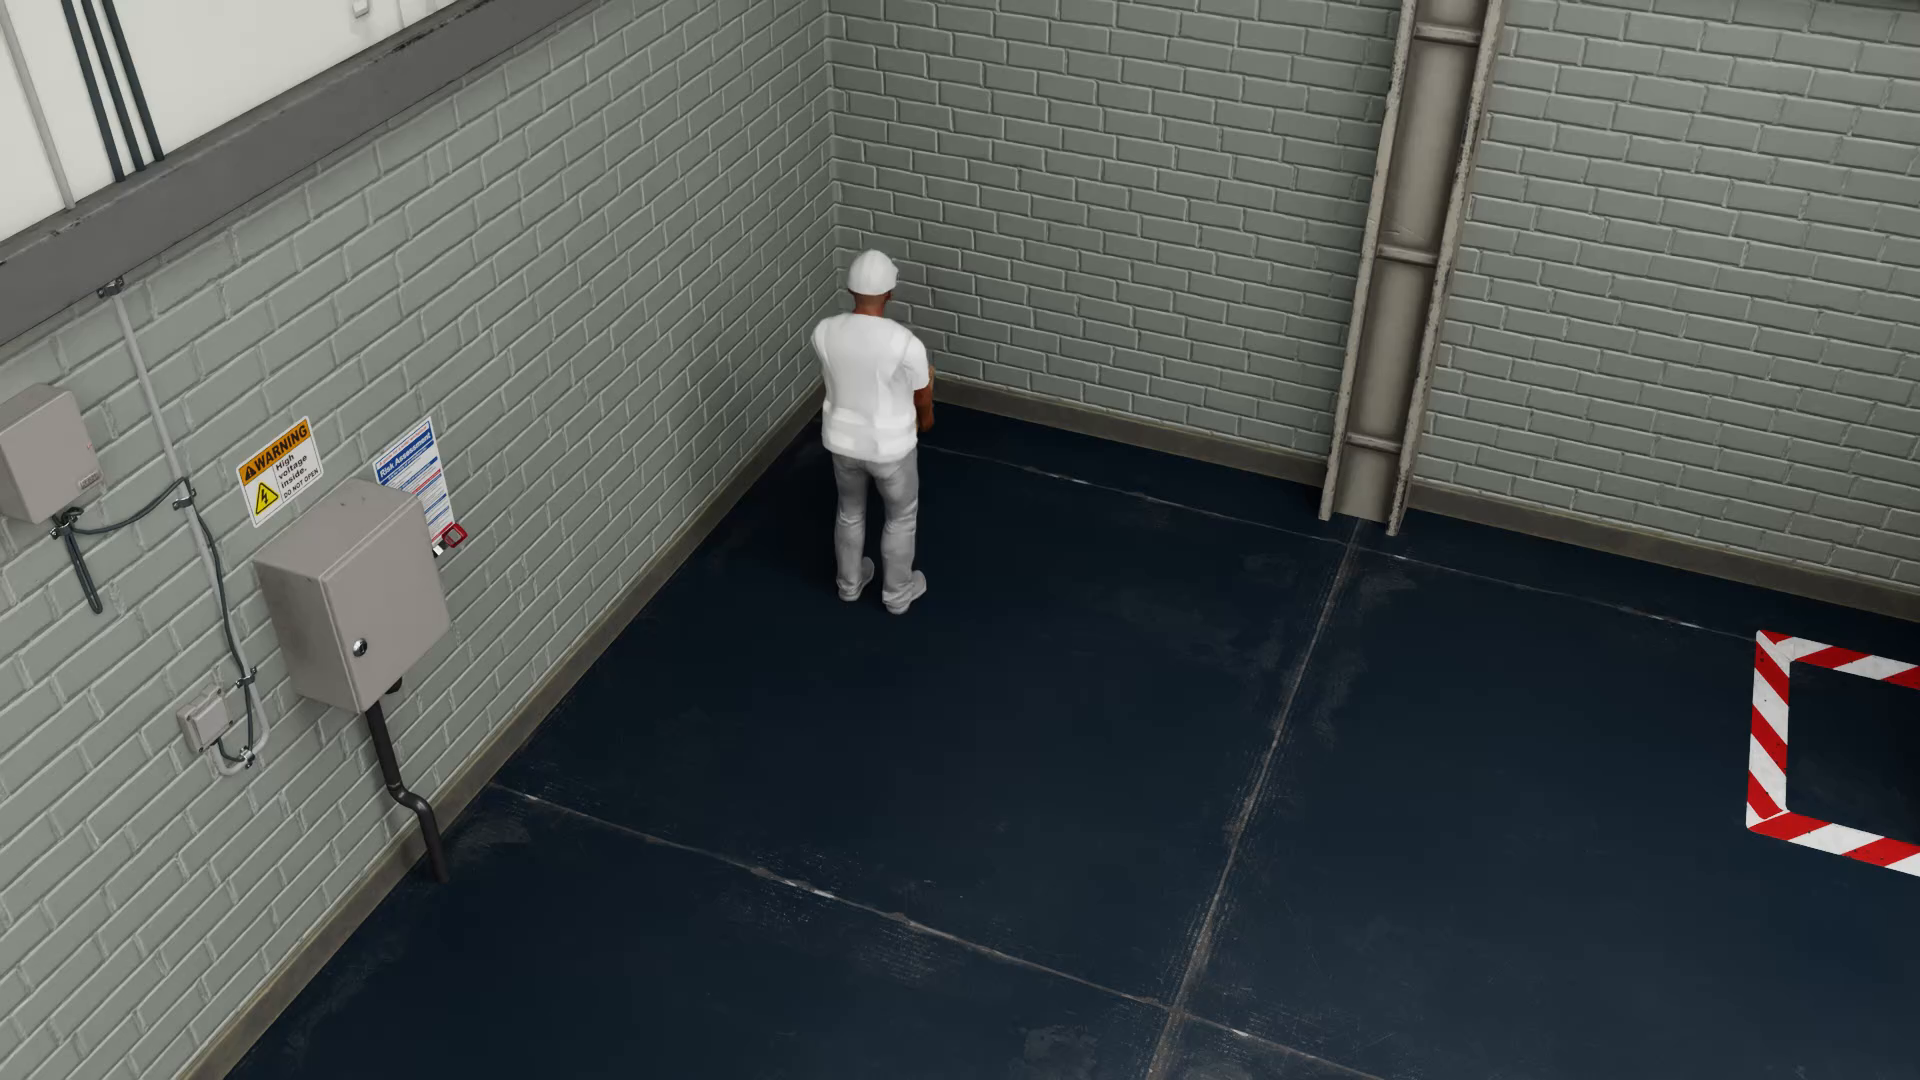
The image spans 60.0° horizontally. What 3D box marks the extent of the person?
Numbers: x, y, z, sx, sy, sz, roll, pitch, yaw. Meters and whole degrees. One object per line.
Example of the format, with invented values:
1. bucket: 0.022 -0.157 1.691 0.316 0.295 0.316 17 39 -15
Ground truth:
1. person: -0.366 -0.503 7.471 0.503 1.752 0.587 13 39 17
